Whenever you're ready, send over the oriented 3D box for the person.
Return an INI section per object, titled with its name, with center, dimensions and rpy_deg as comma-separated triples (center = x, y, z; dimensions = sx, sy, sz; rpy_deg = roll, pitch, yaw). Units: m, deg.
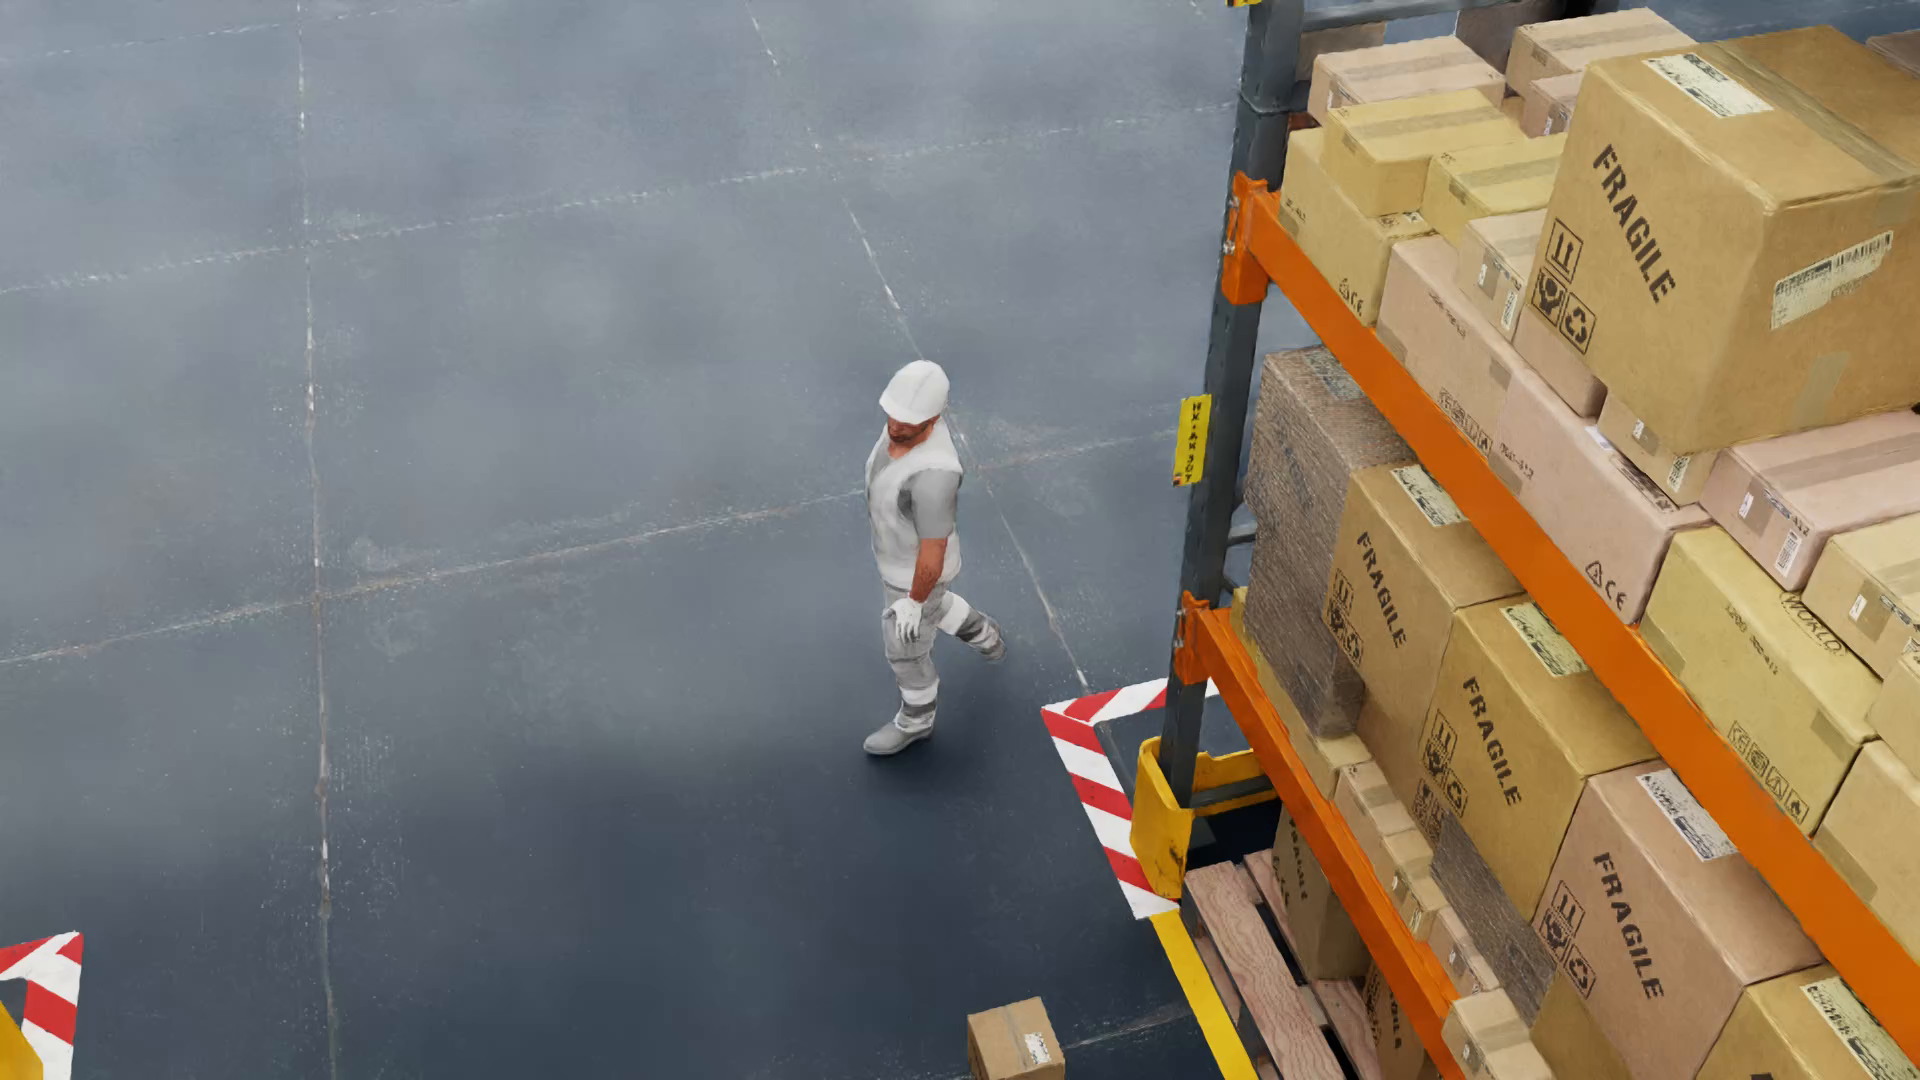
[person]
center = -0.102, 0.018, 6.125
dimensions = 0.628, 1.787, 0.737
rpy_deg = -7, 42, -7
